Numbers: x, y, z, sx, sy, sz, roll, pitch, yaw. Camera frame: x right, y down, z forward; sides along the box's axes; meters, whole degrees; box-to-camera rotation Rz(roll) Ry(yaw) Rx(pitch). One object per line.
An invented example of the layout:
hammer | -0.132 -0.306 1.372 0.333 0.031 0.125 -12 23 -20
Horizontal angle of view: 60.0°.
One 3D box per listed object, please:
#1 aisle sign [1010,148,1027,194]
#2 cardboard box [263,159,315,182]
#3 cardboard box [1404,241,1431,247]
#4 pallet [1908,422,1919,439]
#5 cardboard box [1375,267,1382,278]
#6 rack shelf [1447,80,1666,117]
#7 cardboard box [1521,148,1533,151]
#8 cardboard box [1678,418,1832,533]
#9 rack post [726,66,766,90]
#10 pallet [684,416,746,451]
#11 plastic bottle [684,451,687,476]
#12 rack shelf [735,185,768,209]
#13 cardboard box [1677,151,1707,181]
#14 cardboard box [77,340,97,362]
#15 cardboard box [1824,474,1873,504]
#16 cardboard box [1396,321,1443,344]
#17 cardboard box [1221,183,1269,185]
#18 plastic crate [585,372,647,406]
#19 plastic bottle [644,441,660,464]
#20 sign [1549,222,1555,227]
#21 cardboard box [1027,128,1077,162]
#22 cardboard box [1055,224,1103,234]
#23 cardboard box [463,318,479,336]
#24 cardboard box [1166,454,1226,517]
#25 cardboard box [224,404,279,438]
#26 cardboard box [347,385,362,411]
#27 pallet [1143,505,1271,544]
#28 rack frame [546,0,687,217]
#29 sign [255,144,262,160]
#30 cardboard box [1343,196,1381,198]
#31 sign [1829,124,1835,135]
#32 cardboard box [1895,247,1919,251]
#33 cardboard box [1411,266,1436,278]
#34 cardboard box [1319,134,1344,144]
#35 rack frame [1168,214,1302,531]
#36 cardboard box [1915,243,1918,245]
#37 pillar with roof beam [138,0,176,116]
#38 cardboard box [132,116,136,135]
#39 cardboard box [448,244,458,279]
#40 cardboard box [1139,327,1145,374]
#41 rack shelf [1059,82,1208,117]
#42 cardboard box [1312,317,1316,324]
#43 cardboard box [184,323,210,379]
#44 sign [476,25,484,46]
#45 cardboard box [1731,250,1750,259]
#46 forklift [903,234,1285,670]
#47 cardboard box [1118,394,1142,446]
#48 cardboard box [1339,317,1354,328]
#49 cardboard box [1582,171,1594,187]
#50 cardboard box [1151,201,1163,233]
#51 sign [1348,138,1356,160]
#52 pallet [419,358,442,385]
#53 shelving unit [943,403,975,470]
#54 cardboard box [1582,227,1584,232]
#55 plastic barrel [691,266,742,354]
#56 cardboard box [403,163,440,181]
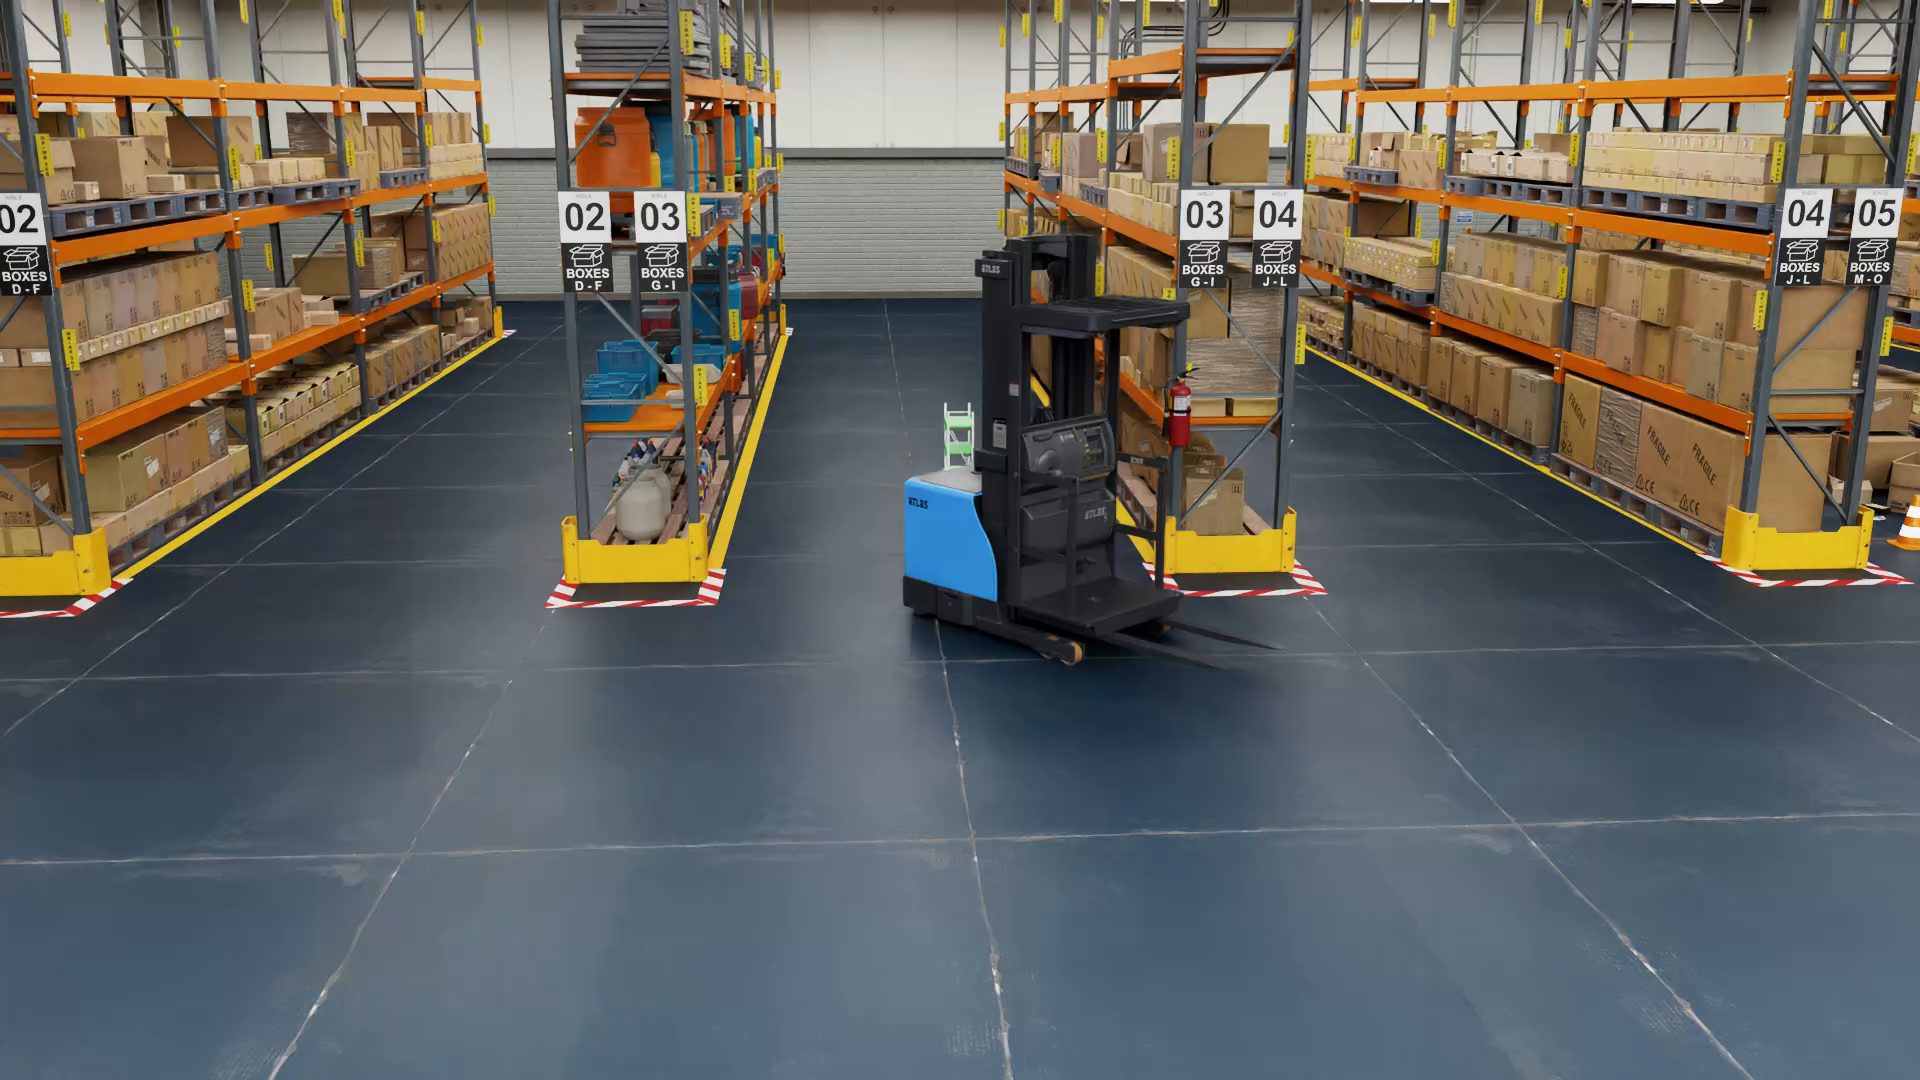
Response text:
aisle sign | 0.979 -6.449 29.076 0.394 0.787 0.004 -1 14 -3
cardboard box | -7.974 -4.376 19.677 0.500 0.250 0.500 0 14 -2
cardboard box | 6.755 -4.310 24.447 0.380 0.149 0.250 -1 14 -4
pallet | 11.868 -1.188 19.444 1.003 0.211 1.213 -1 14 -3
cardboard box | 6.151 -3.822 23.747 0.380 0.149 0.250 -2 15 -6
rack shelf | 6.859 -5.104 19.274 1.077 0.370 4.000 -1 14 -3
cardboard box | 7.099 -4.644 20.396 0.500 0.311 0.500 -1 14 -3
cardboard box | 7.123 -0.591 14.947 0.875 0.875 0.875 -1 14 -3
rack post | -3.160 -6.267 22.551 0.937 0.300 0.954 1 14 3
pallet | -3.083 -1.264 19.738 1.003 0.211 1.213 -1 14 -3
plastic bottle | -2.724 -0.797 16.913 0.152 0.276 0.135 -1 14 -3
rack shelf | -3.289 -4.712 22.968 1.077 0.370 4.000 -1 14 -3
cardboard box | 6.861 -3.391 15.051 0.500 0.250 0.500 -1 14 -4
cardboard box | -7.442 -1.574 13.846 0.380 0.149 0.250 -1 14 -5
cardboard box | 8.928 -0.520 16.739 0.396 0.266 0.258 2 15 6
cardboard box | 6.389 -2.886 23.114 0.500 0.250 0.500 -1 14 -3
cardboard box | 2.484 -3.038 14.519 0.380 0.149 0.250 0 14 -1
plastic crate | -3.034 -1.330 14.698 0.499 0.251 0.408 -1 14 -3
plastic bottle | -3.137 -0.841 16.931 0.144 0.351 0.185 -1 14 -3
sign | 10.620 -5.780 29.798 0.100 0.325 0.005 -1 14 -3
cardboard box | 1.422 -6.128 25.784 0.700 0.500 0.500 -2 15 -7
cardboard box | 1.712 -4.065 22.816 0.797 0.503 0.637 -1 14 -2
cardboard box | -8.296 -3.538 27.615 0.500 0.250 0.500 -1 14 -3
cardboard box | 2.181 -0.494 15.322 0.500 0.500 0.500 3 15 11
cardboard box | -7.638 -1.290 17.793 0.500 0.311 0.500 -1 14 -3
cardboard box | -7.833 -1.779 20.821 0.500 0.250 0.500 -1 14 -2
pallet | 2.254 -0.068 15.091 1.003 0.211 1.213 -1 14 -3
rack frame | -2.669 -4.026 12.838 1.000 3.000 0.127 -1 14 -3
sign | -8.651 -4.730 20.556 0.100 0.325 0.005 -1 14 -3
cardboard box | 6.625 -5.408 27.444 0.500 0.500 0.500 -1 14 -5
sign | 15.586 -7.274 29.729 0.100 0.325 0.005 -1 14 -3
cardboard box | 11.545 -3.359 20.643 0.500 0.500 0.500 -1 14 -2
cardboard box | 6.250 -3.580 22.208 0.380 0.149 0.250 -1 14 -2
cardboard box | 6.053 -6.506 26.993 0.380 0.149 0.250 -1 14 -4
rack frame | 2.274 -1.197 13.883 1.000 3.000 0.127 -1 14 -3
cardboard box | 16.055 -4.731 27.321 0.500 0.250 0.500 -1 14 -3
pillar with roof beam | -10.283 -8.577 30.526 9.100 9.000 0.400 -1 14 -3
cardboard box | -13.139 -6.379 25.757 0.500 0.500 0.500 -1 14 -3
cardboard box | -8.151 -4.336 25.883 0.500 0.500 0.500 -1 14 -2
cardboard box | 2.129 -1.774 15.329 0.875 0.500 0.500 -1 14 -3
rack shelf | 1.902 -5.053 19.074 1.077 0.370 4.000 -1 14 -3
cardboard box | 6.157 -3.735 28.028 0.380 0.149 0.250 0 14 -1
cardboard box | -7.788 -1.847 16.208 0.700 0.500 0.500 -1 14 -4
sign | -8.050 -8.462 27.888 0.100 0.325 0.005 -1 14 -3
cardboard box | 11.312 -4.248 23.533 0.500 0.500 0.500 -1 14 -3
forklift | 0.946 -0.674 11.986 1.130 2.935 3.031 -14 20 -43
cardboard box | 2.010 -1.347 18.601 0.700 0.500 0.500 -2 15 -8
cardboard box | 6.205 -3.428 26.239 0.380 0.149 0.250 0 14 -2
cardboard box | 6.666 -3.730 17.170 0.380 0.149 0.250 -1 14 -4
cardboard box | 1.957 -2.817 14.461 0.500 0.250 0.500 -1 14 -3
sign | 5.946 -5.926 25.204 0.100 0.325 0.005 -1 14 -3
pallet | -8.269 -2.477 24.455 1.003 0.211 1.213 -1 14 -3
shelving unit | -0.010 -0.622 15.260 0.258 1.200 0.503 -1 14 -3
cardboard box | 10.958 -5.610 28.826 0.500 0.500 0.500 -1 14 -5
plastic barrel | -2.639 -2.459 17.781 0.600 0.901 0.708 -1 14 -3
cardboard box | -8.140 -5.534 25.021 0.500 0.250 0.500 -1 14 -3
